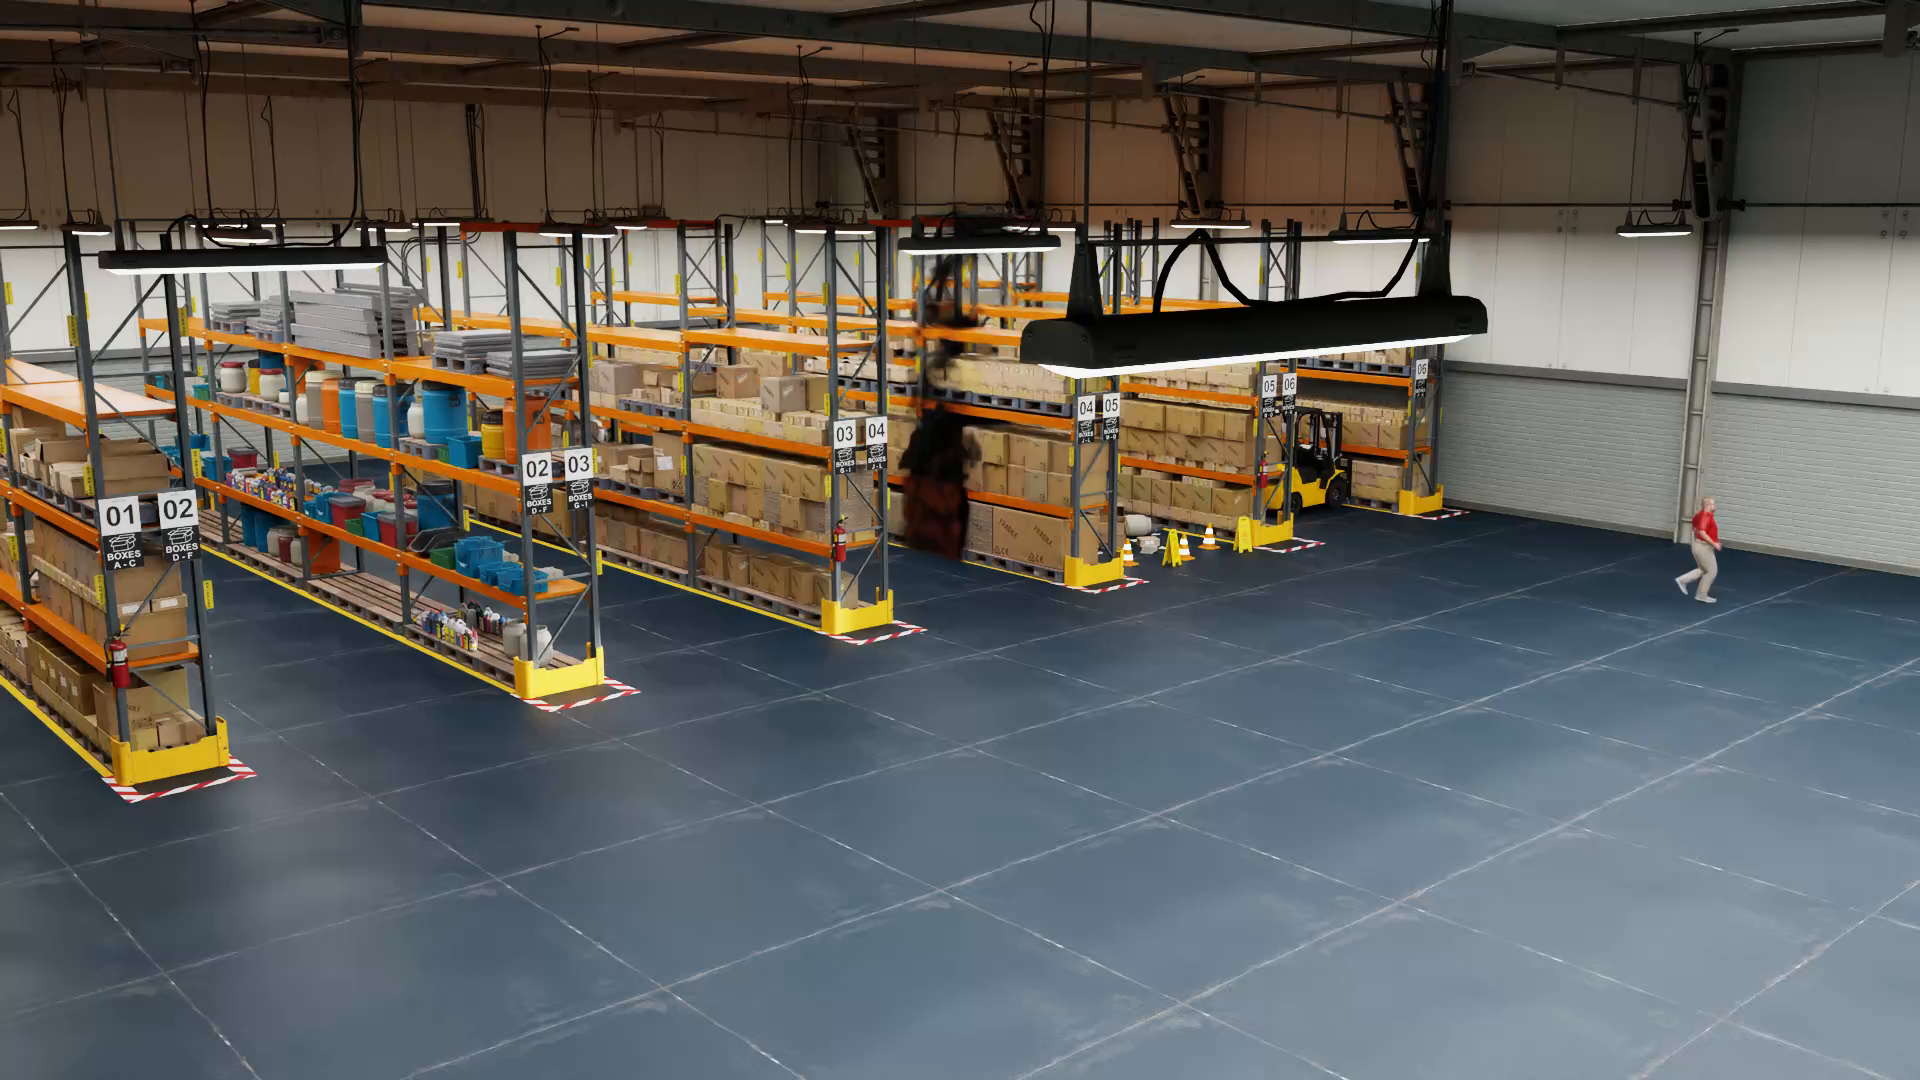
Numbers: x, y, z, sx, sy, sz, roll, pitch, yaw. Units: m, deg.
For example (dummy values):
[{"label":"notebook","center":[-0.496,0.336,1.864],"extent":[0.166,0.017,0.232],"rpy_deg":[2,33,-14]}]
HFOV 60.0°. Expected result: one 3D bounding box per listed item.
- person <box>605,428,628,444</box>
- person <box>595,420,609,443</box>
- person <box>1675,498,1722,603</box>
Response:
[{"label":"person","center":[-8.532,-2.811,41.401],"extent":[0.613,1.815,0.909],"rpy_deg":[5,12,23]},{"label":"person","center":[-8.224,-1.914,37.334],"extent":[0.644,1.641,1.097],"rpy_deg":[-6,13,-29]},{"label":"person","center":[11.955,0.159,26.832],"extent":[0.606,1.700,0.671],"rpy_deg":[3,12,13]}]
